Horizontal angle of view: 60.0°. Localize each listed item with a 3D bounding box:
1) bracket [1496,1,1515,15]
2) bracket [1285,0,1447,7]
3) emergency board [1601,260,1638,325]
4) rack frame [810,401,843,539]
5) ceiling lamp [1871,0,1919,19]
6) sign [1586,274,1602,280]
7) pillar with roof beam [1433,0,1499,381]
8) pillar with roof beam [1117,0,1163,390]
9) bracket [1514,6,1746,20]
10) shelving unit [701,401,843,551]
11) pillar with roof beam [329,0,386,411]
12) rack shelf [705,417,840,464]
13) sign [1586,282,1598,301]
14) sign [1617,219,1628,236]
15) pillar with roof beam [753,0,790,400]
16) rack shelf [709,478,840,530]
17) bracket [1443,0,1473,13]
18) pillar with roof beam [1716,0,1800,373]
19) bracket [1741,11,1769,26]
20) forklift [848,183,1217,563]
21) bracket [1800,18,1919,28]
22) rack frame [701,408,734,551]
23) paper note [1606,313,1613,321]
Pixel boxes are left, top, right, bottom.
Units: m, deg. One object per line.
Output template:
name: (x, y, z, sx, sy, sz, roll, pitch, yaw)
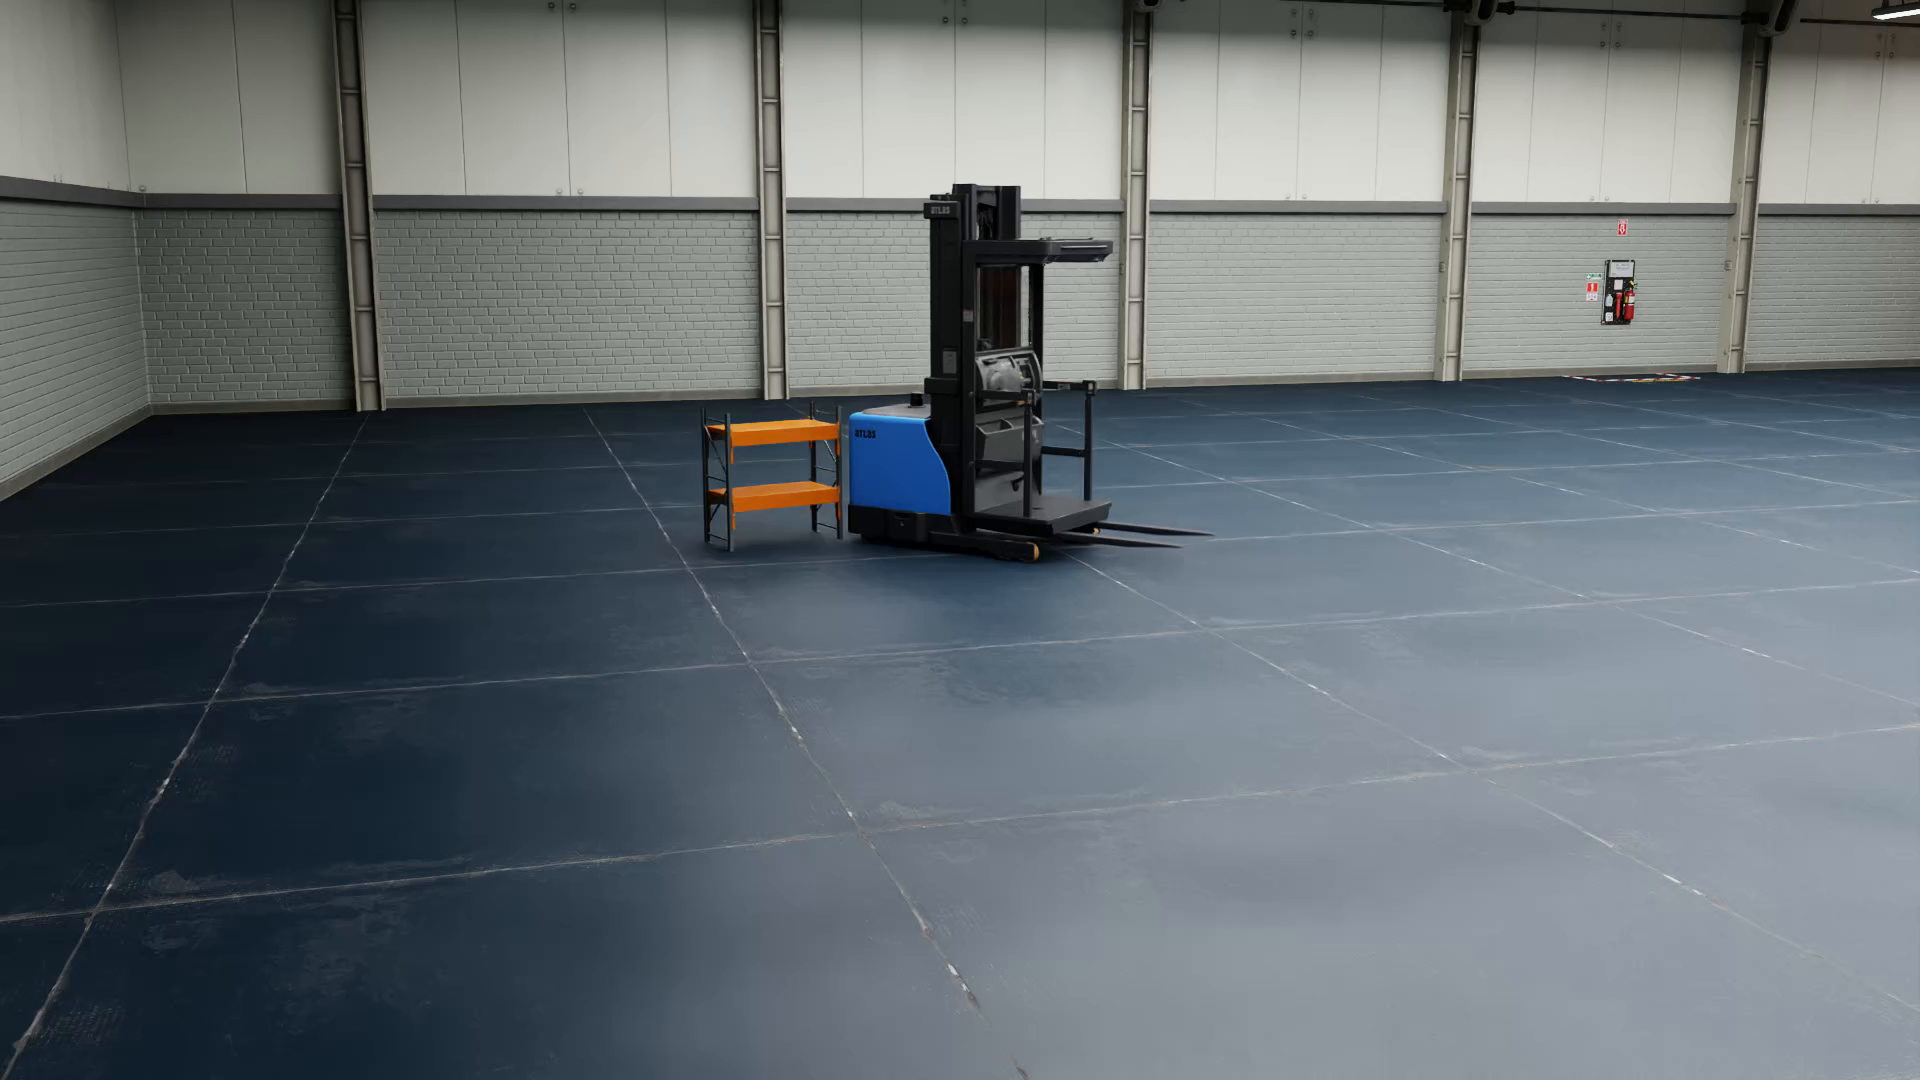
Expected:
bracket: (9.120, -8.984, 28.052, 0.430, 0.232, 0.235, -3, 11, -16)
bracket: (5.833, -8.811, 27.111, 4.783, 0.066, 0.076, -3, 11, -16)
emergency board: (12.000, -4.490, 30.149, 0.643, 1.169, 0.194, -3, 11, -16)
rack frame: (-1.144, -0.601, 14.202, 0.032, 1.125, 0.500, -7, 12, -33)
ceiling lamp: (14.353, -9.492, 24.631, 0.800, 3.185, 2.000, -3, 11, -16)
sign: (11.447, -4.756, 30.036, 0.331, 0.109, 0.001, -3, 11, -16)
pillar with roof beam: (9.826, -6.506, 24.534, 0.548, 9.000, 9.100, -3, 11, -16)
pillar with roof beam: (4.065, -6.203, 22.885, 0.548, 9.000, 9.100, -3, 11, -16)
bracket: (11.594, -9.115, 28.761, 4.783, 0.066, 0.076, -3, 11, -16)
shelving unit: (-1.569, -0.550, 13.928, 1.048, 1.125, 0.538, -7, 12, -33)
pillar with roof beam: (-7.457, -5.596, 19.586, 0.400, 9.000, 9.100, -3, 11, -16)
rack shelf: (-1.569, -0.838, 13.875, 1.000, 0.278, 0.538, -7, 12, -33)
sign: (11.440, -4.497, 30.091, 0.234, 0.329, 0.001, -3, 11, -16)
sign: (11.964, -5.647, 30.031, 0.199, 0.298, 0.001, -3, 11, -16)
pillar with roof beam: (-1.696, -5.899, 21.236, 0.400, 9.000, 9.100, -3, 11, -16)
rack shelf: (-1.569, -0.310, 13.972, 1.000, 0.278, 0.538, -7, 12, -33)
bracket: (8.323, -8.942, 27.824, 0.430, 0.232, 0.235, -3, 11, -16)
pillar with roof beam: (15.586, -6.810, 26.184, 0.548, 9.000, 9.100, -3, 11, -16)
bracket: (14.084, -9.246, 29.474, 0.430, 0.232, 0.235, -3, 11, -16)
forklift: (0.574, -1.368, 13.384, 3.031, 2.935, 1.130, 7, 12, 32)
bracket: (17.355, -9.418, 30.410, 4.783, 0.066, 0.076, -3, 11, -16)
rack frame: (-1.994, -0.500, 13.654, 0.032, 1.125, 0.500, -7, 12, -33)
paper note: (11.811, -4.059, 30.245, 0.142, 0.148, 0.016, -3, 11, -16)
